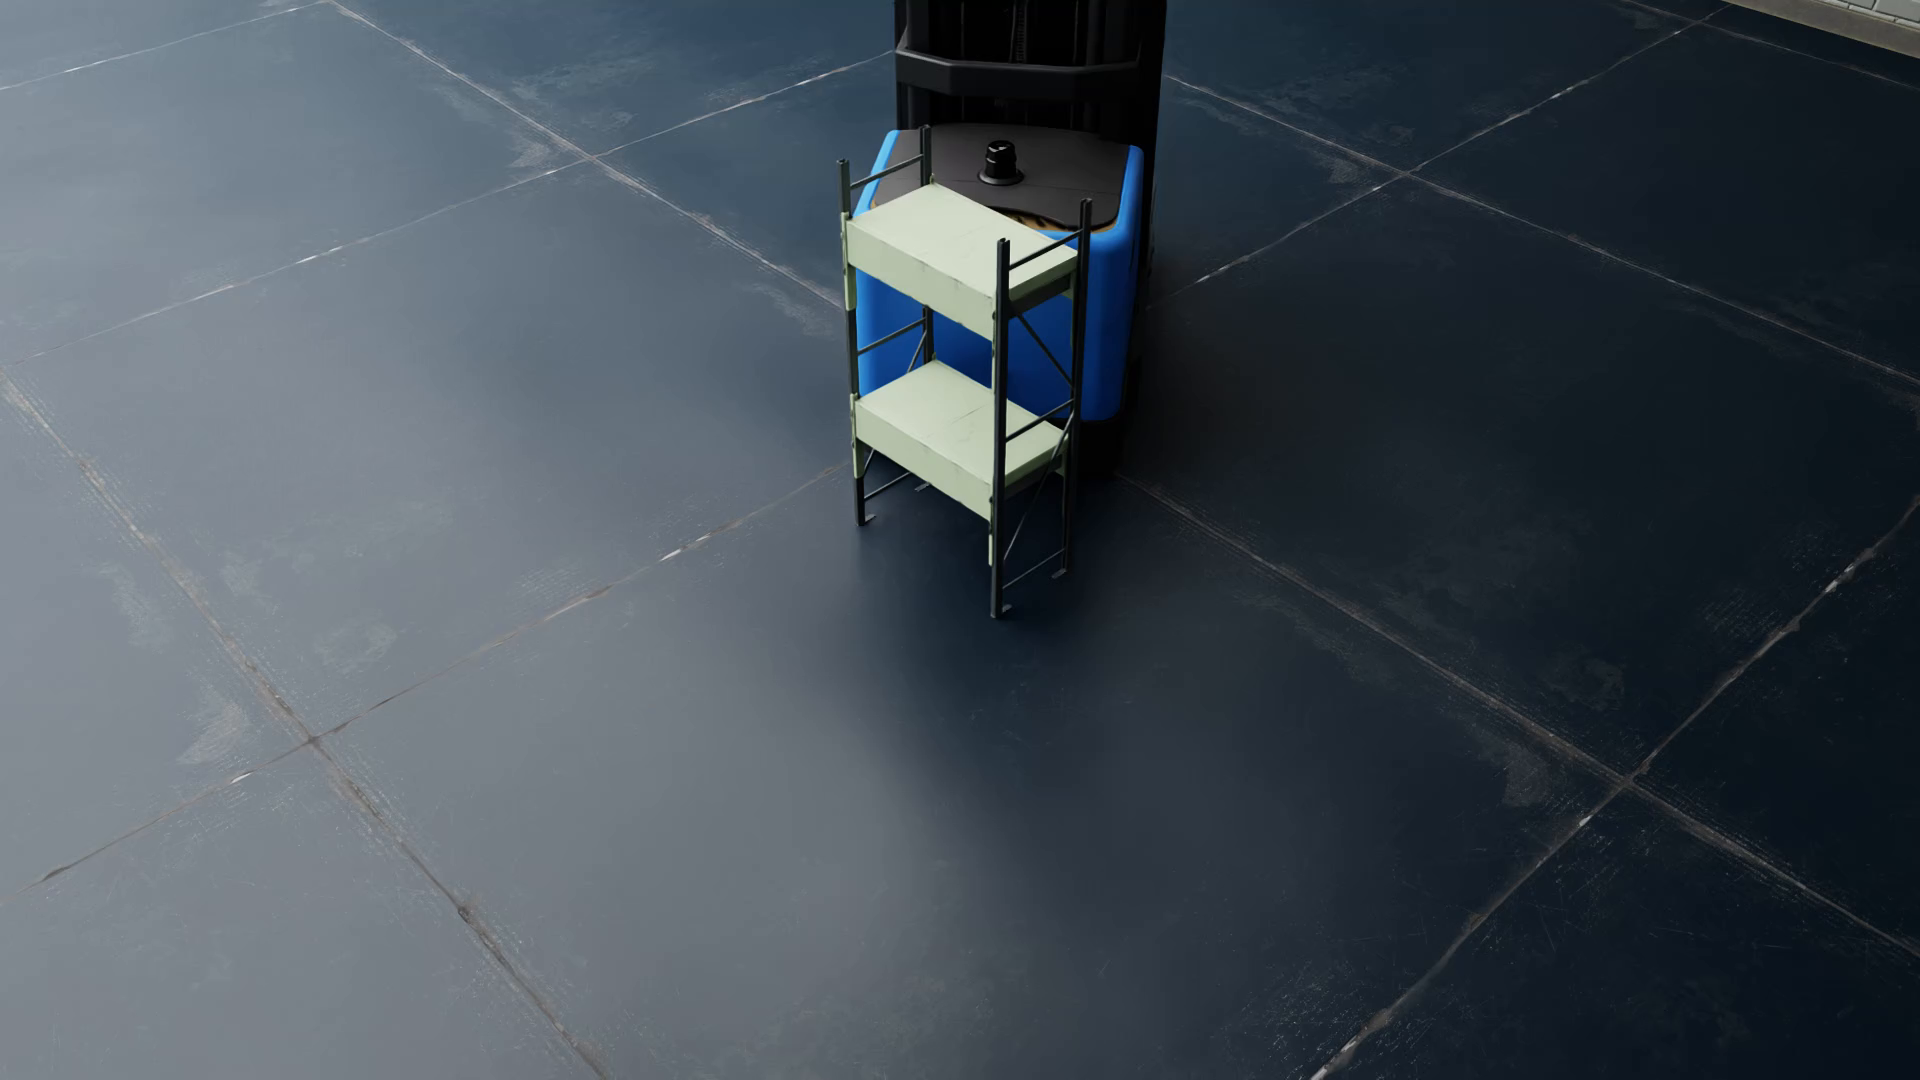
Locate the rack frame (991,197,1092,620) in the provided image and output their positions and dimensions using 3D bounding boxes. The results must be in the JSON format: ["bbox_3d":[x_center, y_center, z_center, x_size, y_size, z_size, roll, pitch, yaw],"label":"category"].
[{"bbox_3d":[0.261,-0.393,5.542,0.400,1.500,0.023,-31,48,-33],"label":"rack frame"}]

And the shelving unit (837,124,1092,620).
[{"bbox_3d":[0.006,-0.558,5.747,0.431,1.500,0.755,-31,48,-33],"label":"shelving unit"}]

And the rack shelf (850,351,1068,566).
[{"bbox_3d":[0.006,-0.304,5.952,0.431,0.370,0.720,-31,48,-33],"label":"rack shelf"}]

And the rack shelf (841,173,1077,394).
[{"bbox_3d":[0.006,-0.861,5.502,0.431,0.370,0.720,-31,48,-33],"label":"rack shelf"}]

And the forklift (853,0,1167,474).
[{"bbox_3d":[0.316,-2.321,6.791,1.130,2.935,3.031,5,39,7],"label":"forklift"}]

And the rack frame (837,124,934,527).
[{"bbox_3d":[-0.248,-0.723,5.951,0.400,1.500,0.023,-31,48,-33],"label":"rack frame"}]
